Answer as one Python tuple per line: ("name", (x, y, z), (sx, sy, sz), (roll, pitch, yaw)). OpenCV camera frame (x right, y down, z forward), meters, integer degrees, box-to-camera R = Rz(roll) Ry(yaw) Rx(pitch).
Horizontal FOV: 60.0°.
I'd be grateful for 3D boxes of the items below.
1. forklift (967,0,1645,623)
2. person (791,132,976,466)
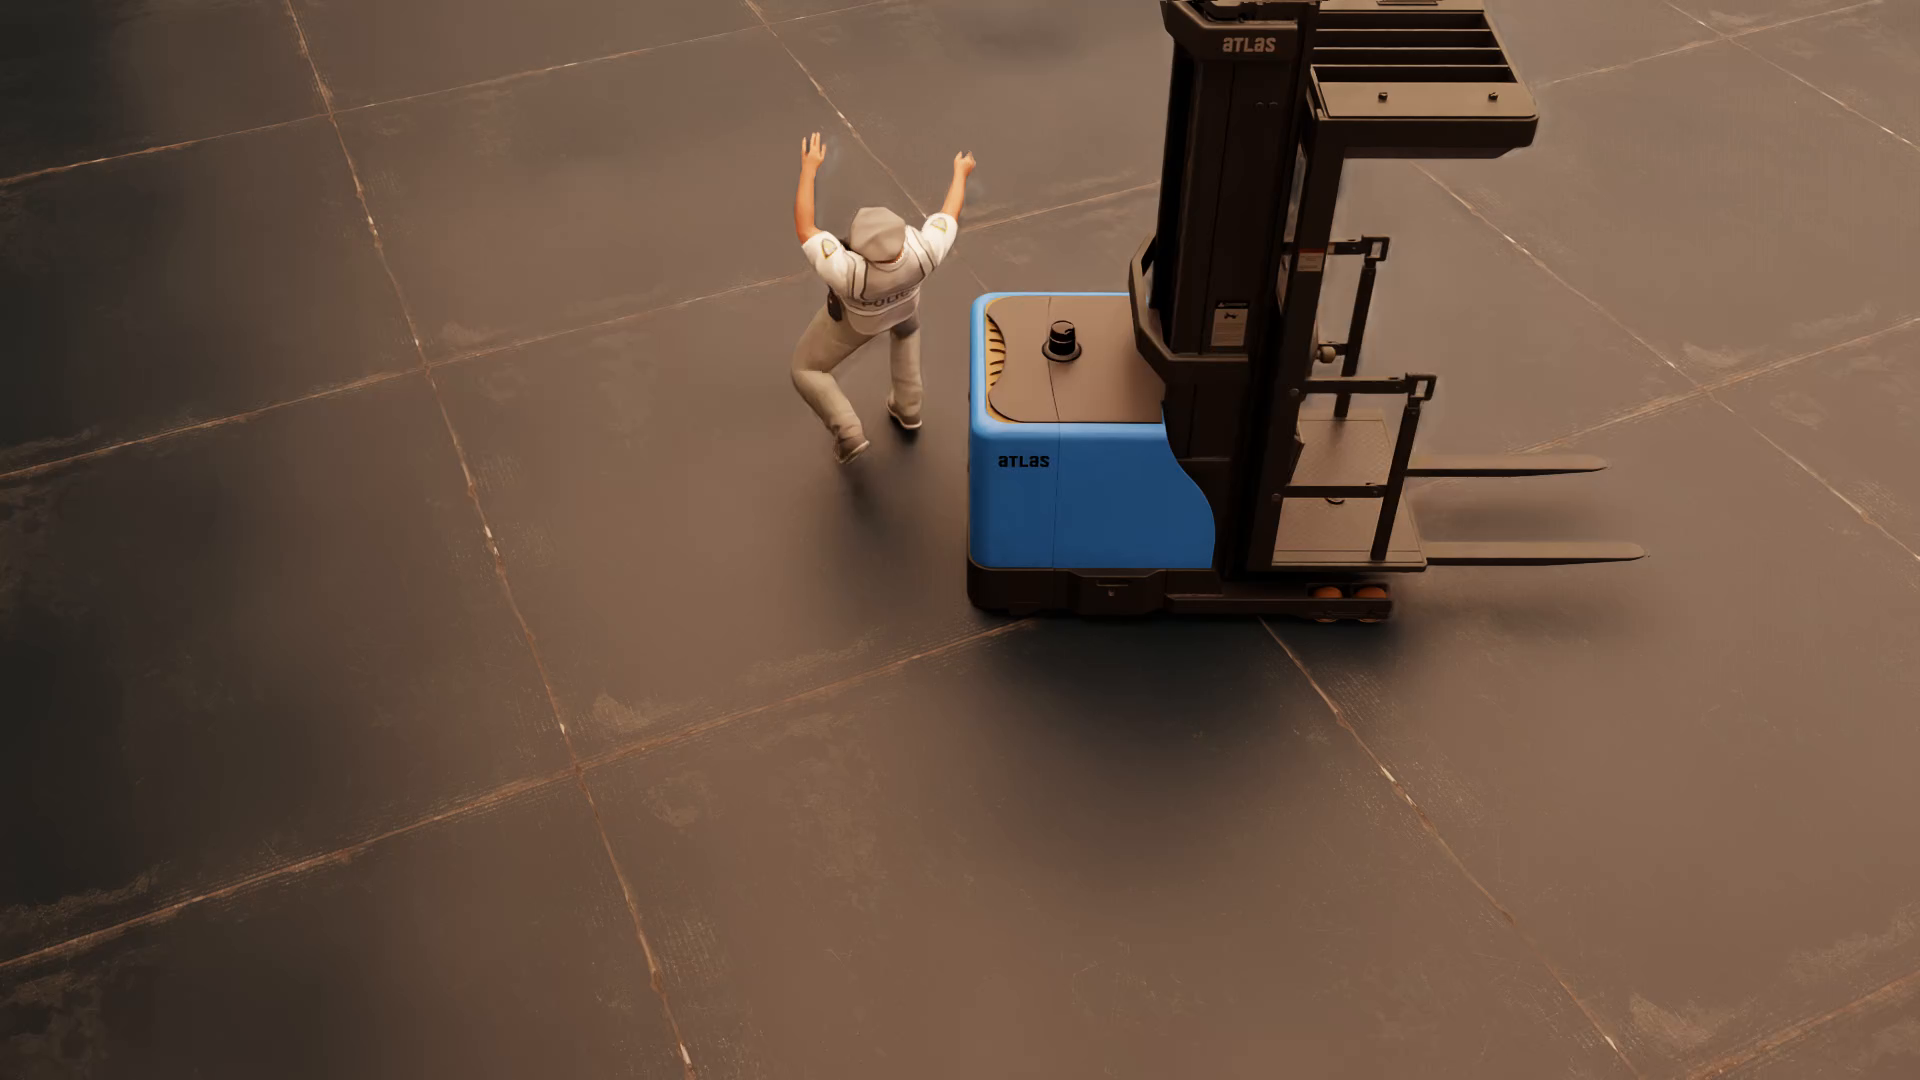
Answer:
("forklift", (1.549, -1.068, 6.825), (3.031, 2.935, 1.130), (0, 43, 0))
("person", (-0.241, -1.163, 7.878), (1.075, 1.592, 0.711), (-28, 50, -26))
